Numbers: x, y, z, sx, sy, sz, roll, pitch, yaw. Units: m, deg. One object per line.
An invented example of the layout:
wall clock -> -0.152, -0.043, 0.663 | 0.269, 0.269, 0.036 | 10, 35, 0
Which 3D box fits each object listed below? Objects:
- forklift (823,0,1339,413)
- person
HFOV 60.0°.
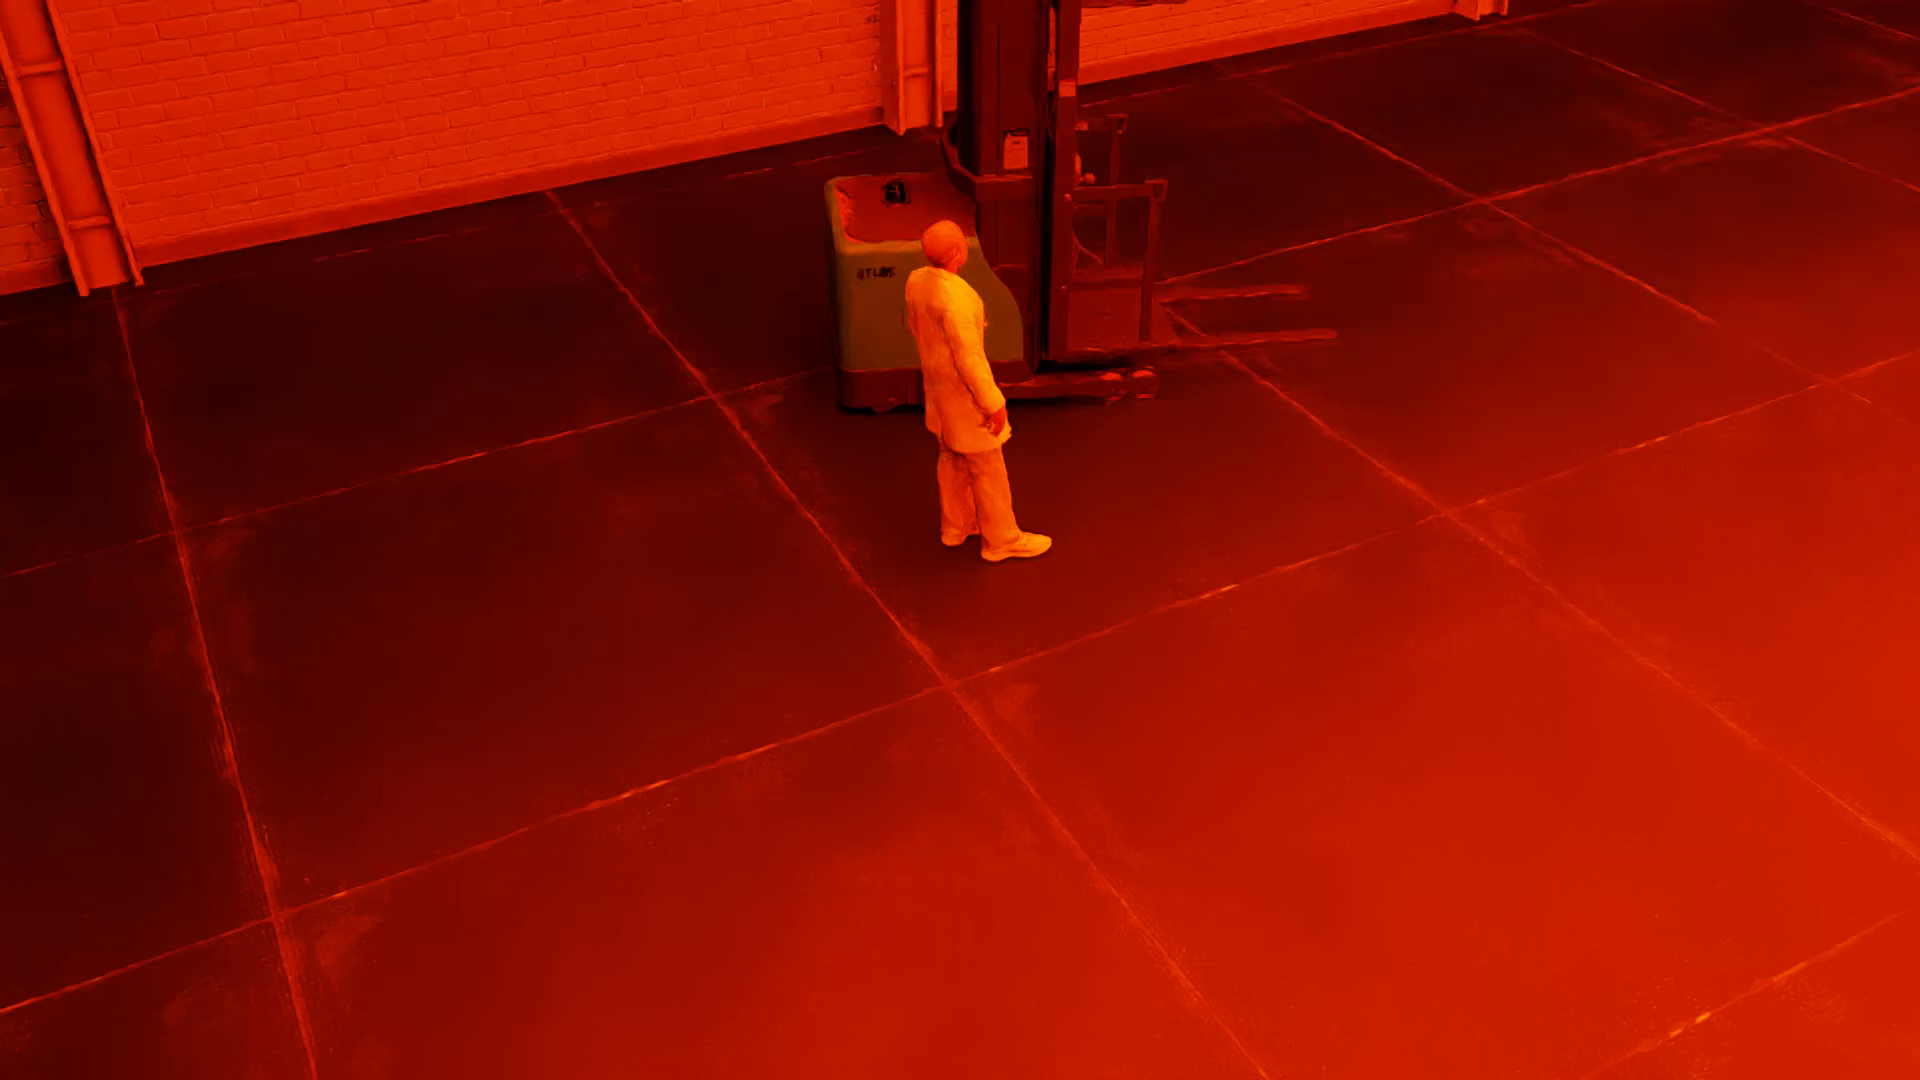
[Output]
forklift -> 0.738, -2.318, 9.402 | 3.031, 2.935, 1.130 | -5, 36, -7
person -> 0.082, -0.754, 8.177 | 0.579, 1.776, 0.694 | -17, 39, -23
